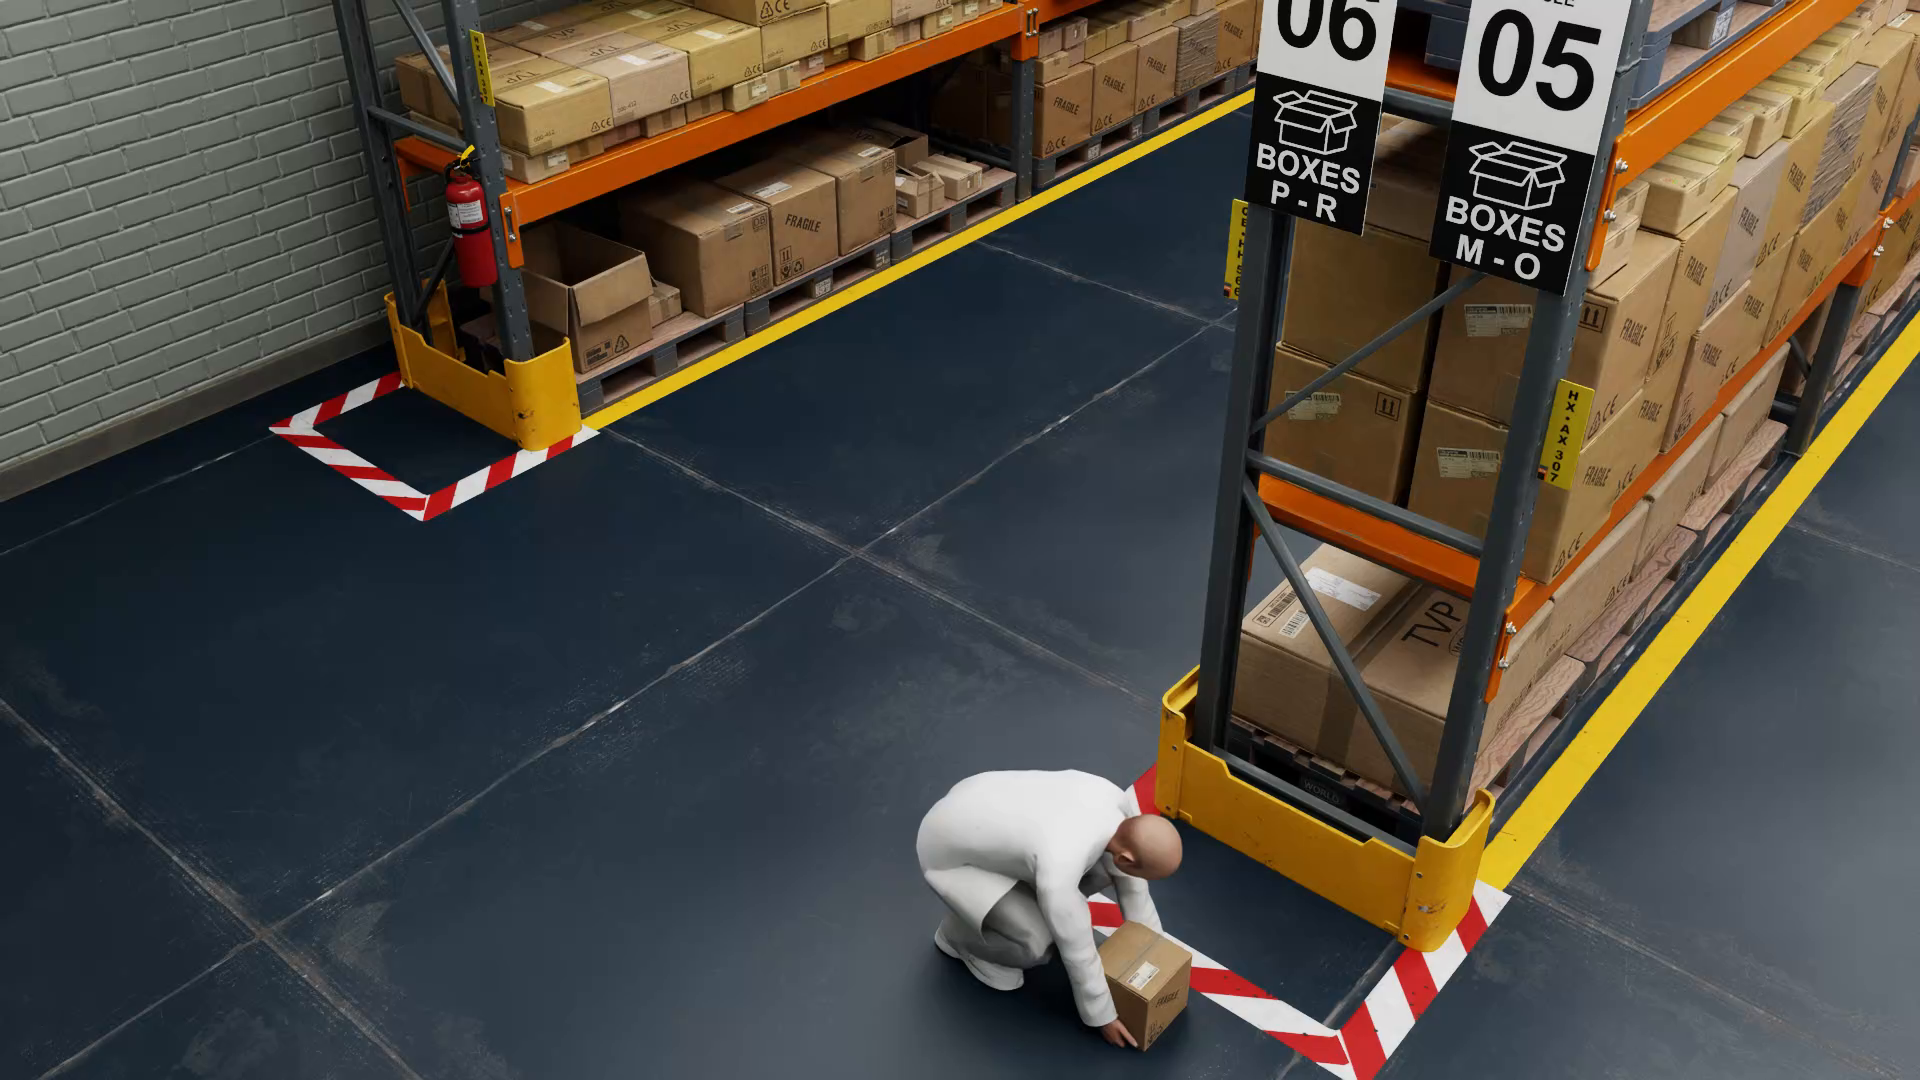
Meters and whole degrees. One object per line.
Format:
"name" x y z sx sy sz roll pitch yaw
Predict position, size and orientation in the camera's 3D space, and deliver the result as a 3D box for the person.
"person" 0.288 1.157 5.452 0.938 0.850 0.576 22 40 29
